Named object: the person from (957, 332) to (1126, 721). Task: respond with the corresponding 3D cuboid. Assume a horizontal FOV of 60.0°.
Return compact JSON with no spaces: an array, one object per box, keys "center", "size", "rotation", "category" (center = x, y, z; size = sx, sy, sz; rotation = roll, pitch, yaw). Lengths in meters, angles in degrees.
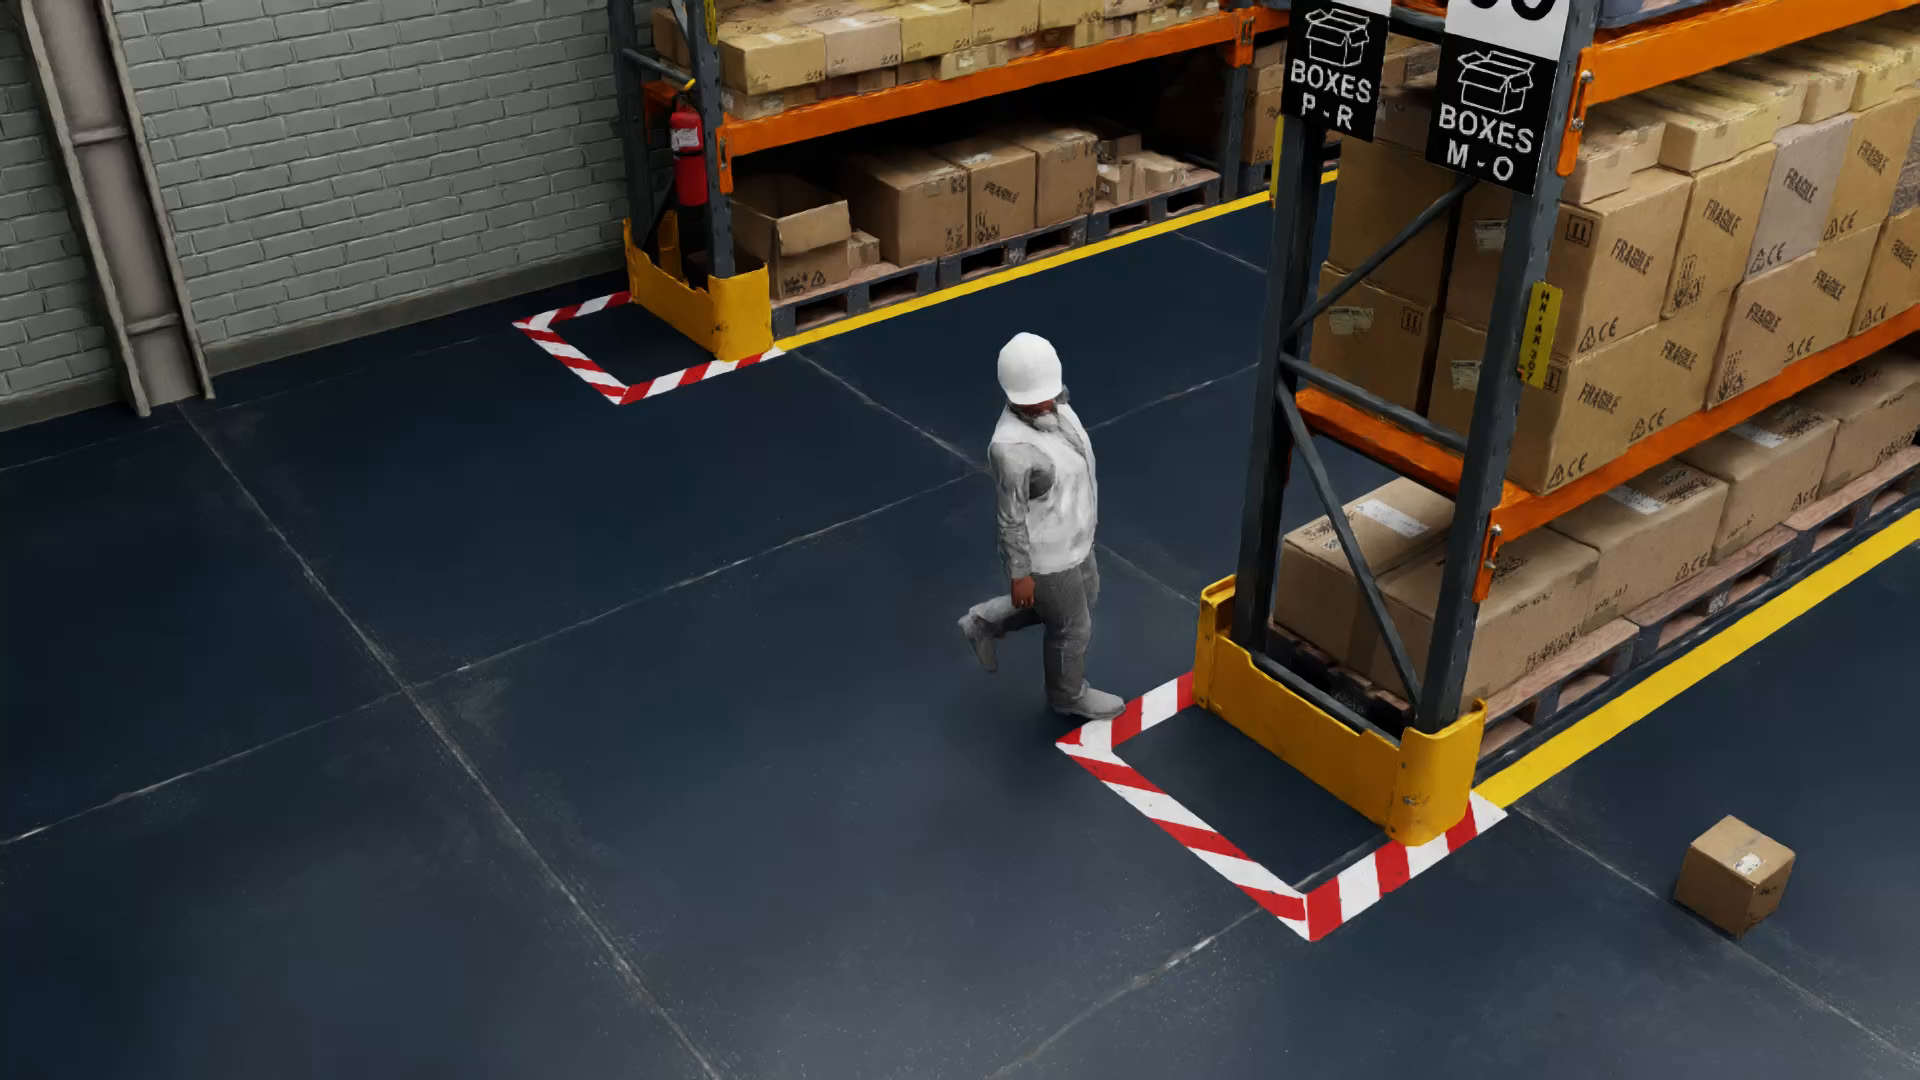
[{"center":[0.297,-0.003,6.143],"size":[0.690,1.737,0.592],"rotation":[6,32,10],"category":"person"}]
